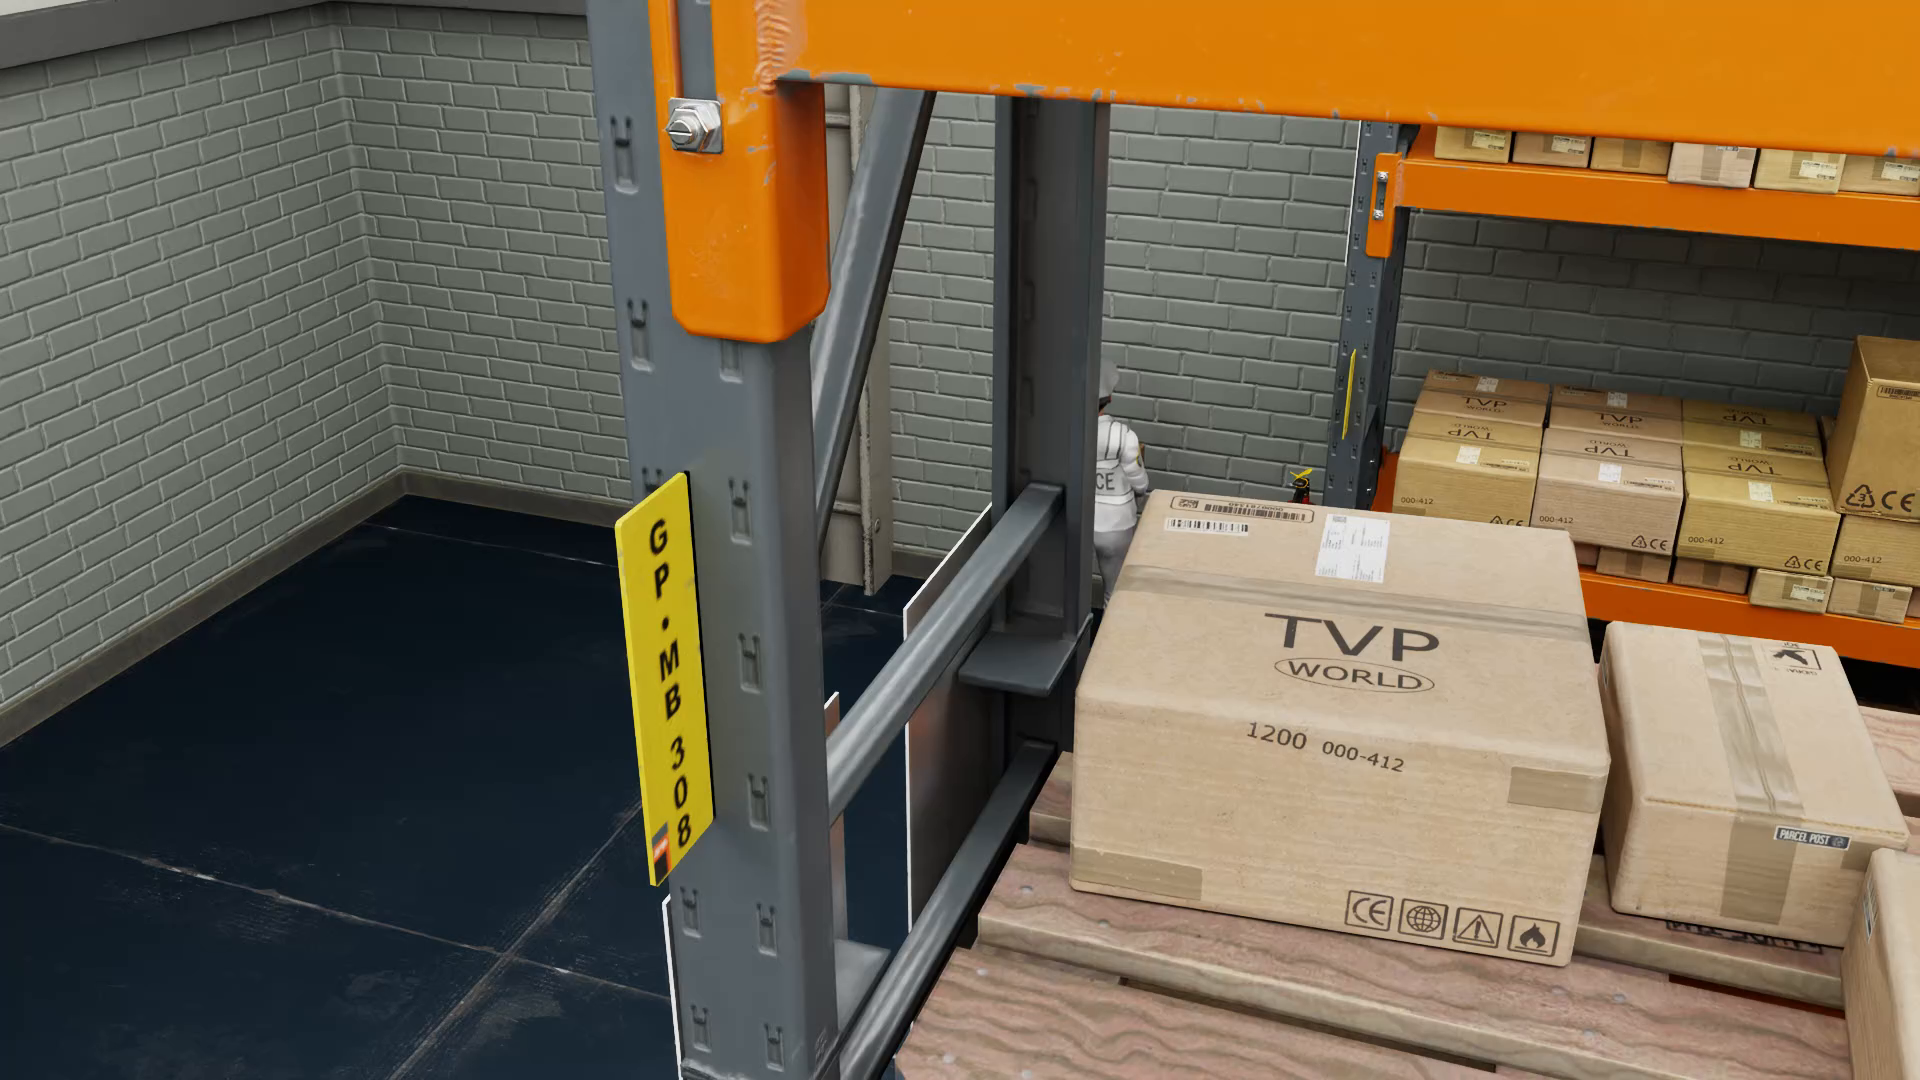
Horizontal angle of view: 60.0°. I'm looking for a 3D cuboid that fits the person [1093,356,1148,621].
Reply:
[{"bbox_3d":[0.643,-0.089,7.763,0.461,1.687,0.562,9,27,18],"label":"person"}]
